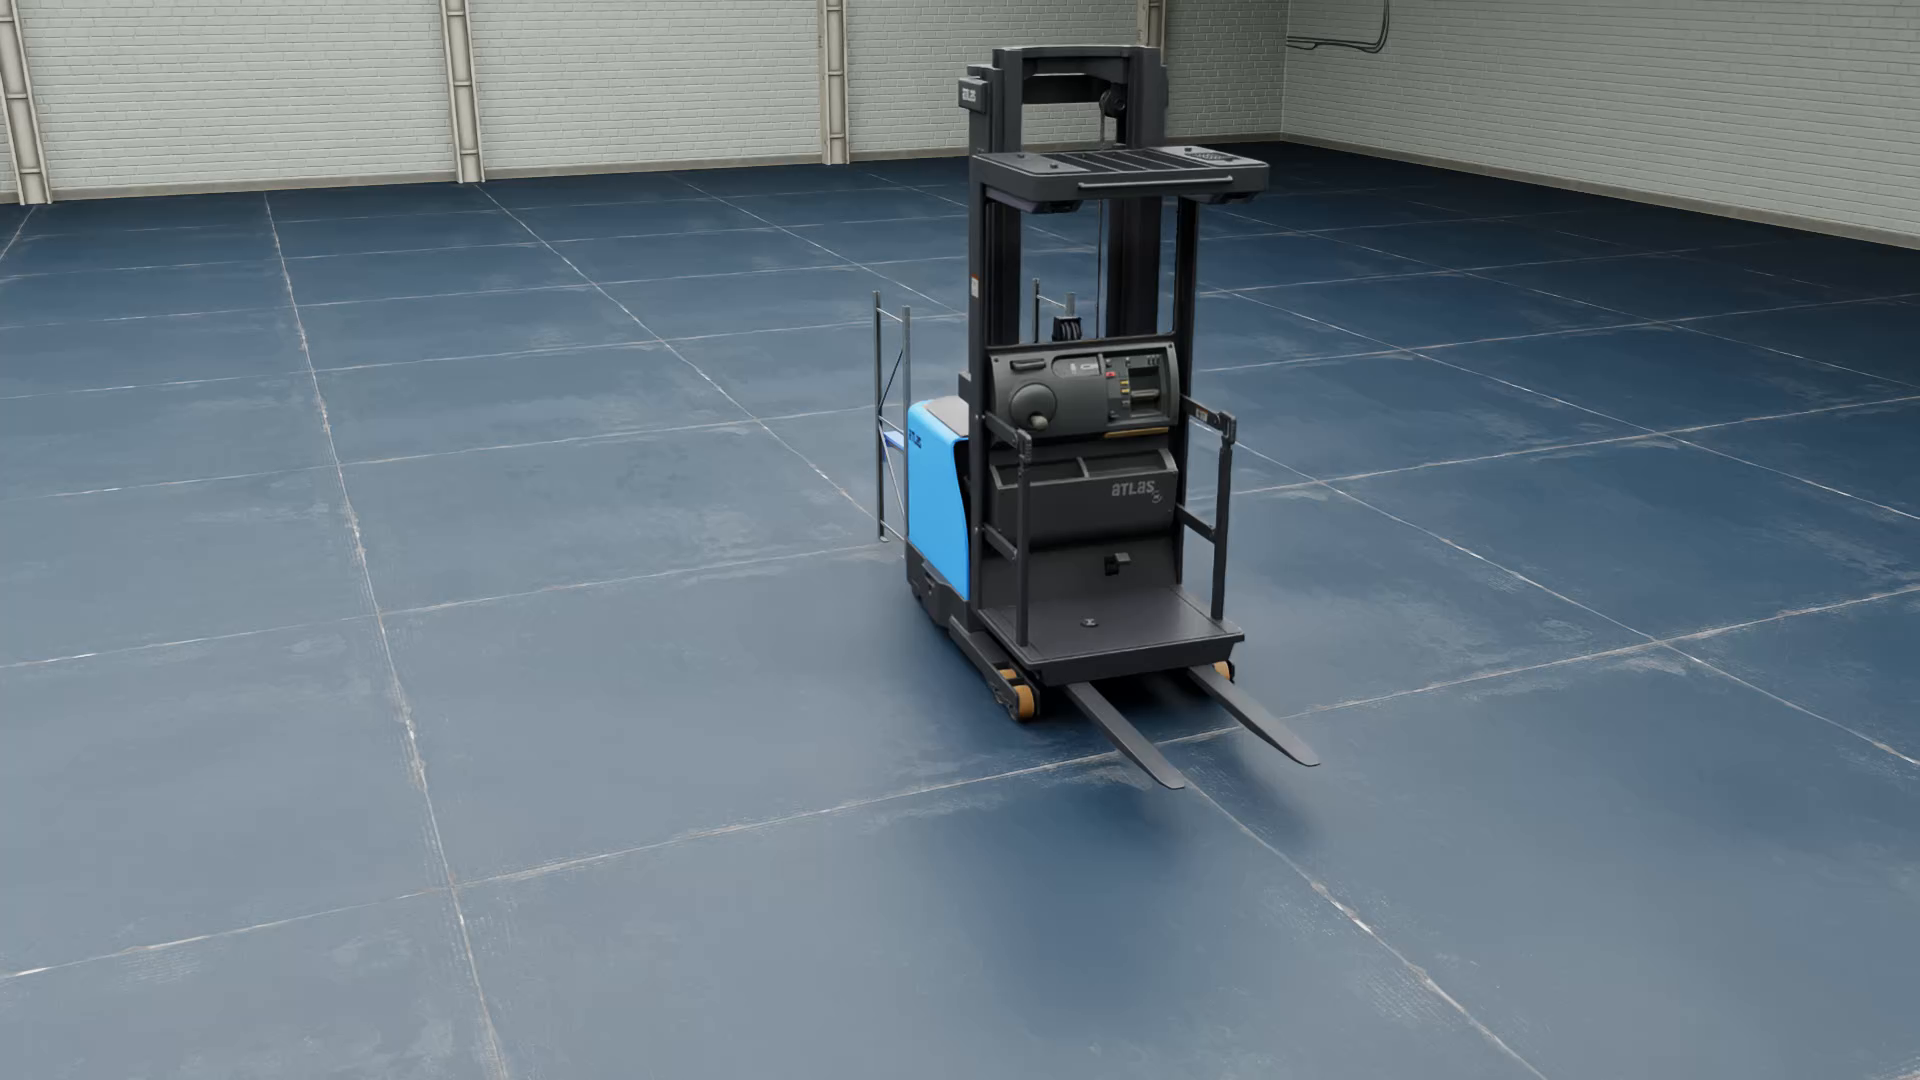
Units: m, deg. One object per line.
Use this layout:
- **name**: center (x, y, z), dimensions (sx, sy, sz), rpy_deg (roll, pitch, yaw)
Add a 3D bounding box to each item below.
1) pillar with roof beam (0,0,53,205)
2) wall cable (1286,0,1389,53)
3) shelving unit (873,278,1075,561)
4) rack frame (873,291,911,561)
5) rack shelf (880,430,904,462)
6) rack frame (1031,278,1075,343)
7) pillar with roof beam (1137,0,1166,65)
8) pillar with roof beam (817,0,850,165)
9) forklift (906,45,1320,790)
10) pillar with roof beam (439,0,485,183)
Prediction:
- **pillar with roof beam**: center (-11.416, -7.725, 18.413), dimensions (0.400, 9.000, 9.100), rpy_deg (-8, 21, -22)
- **wall cable**: center (6.636, -9.926, 29.337), dimensions (0.112, 2.526, 3.097), rpy_deg (-8, 21, -22)
- **shelving unit**: center (0.078, -0.719, 9.805), dimensions (1.048, 1.500, 0.538), rpy_deg (-8, 21, -22)
- **rack frame**: center (-0.388, -0.652, 9.615), dimensions (0.032, 1.500, 0.500), rpy_deg (-8, 21, -22)
- **rack shelf**: center (0.078, -0.549, 9.865), dimensions (1.000, 0.185, 0.538), rpy_deg (-8, 21, -22)
- **rack frame**: center (0.545, -0.786, 9.995), dimensions (0.032, 1.500, 0.500), rpy_deg (-8, 21, -22)
- **pillar with roof beam**: center (5.112, -10.093, 25.138), dimensions (0.400, 9.000, 9.100), rpy_deg (-8, 21, -22)
- **pillar with roof beam**: center (-0.397, -9.304, 22.896), dimensions (0.400, 9.000, 9.100), rpy_deg (-8, 21, -22)
- **forklift**: center (0.663, -0.701, 7.600), dimensions (1.130, 2.935, 3.031), rpy_deg (-6, 20, -18)
- **pillar with roof beam**: center (-5.906, -8.514, 20.654), dimensions (0.400, 9.000, 9.100), rpy_deg (-8, 21, -22)
